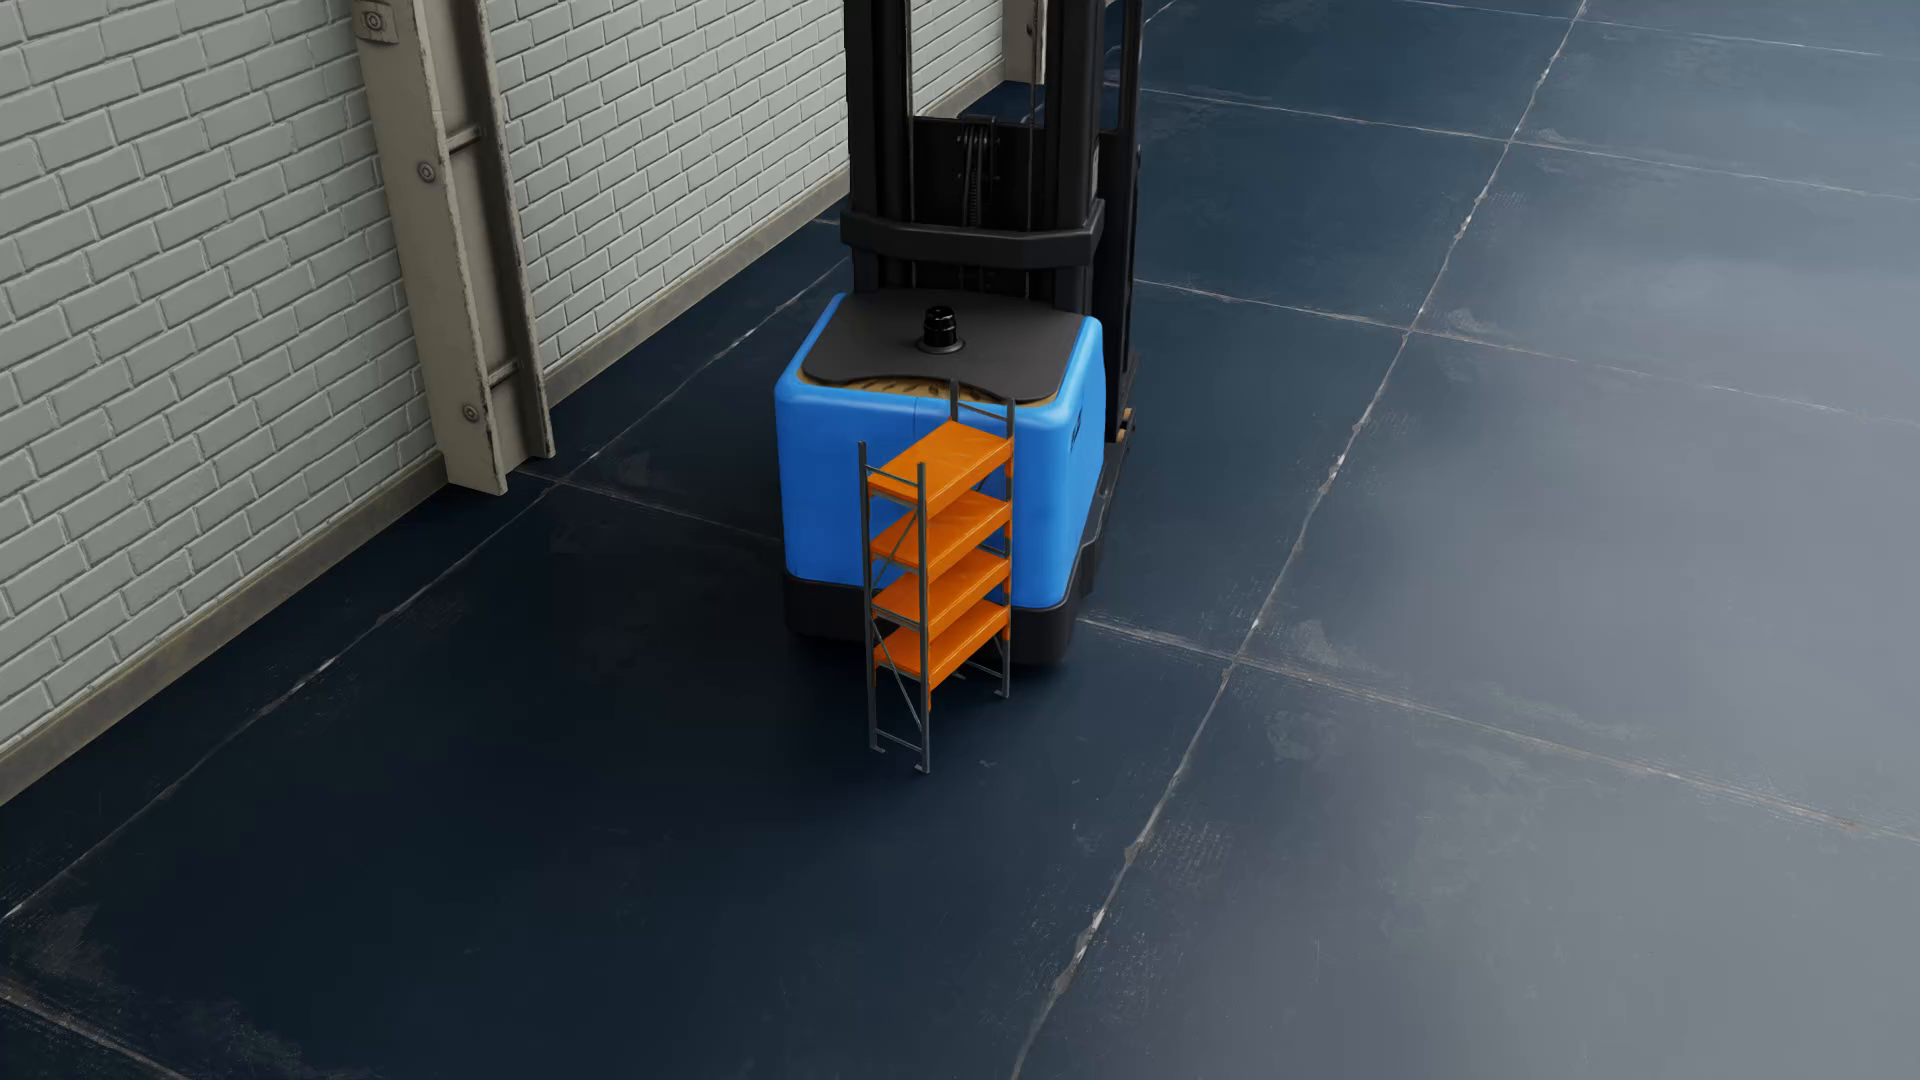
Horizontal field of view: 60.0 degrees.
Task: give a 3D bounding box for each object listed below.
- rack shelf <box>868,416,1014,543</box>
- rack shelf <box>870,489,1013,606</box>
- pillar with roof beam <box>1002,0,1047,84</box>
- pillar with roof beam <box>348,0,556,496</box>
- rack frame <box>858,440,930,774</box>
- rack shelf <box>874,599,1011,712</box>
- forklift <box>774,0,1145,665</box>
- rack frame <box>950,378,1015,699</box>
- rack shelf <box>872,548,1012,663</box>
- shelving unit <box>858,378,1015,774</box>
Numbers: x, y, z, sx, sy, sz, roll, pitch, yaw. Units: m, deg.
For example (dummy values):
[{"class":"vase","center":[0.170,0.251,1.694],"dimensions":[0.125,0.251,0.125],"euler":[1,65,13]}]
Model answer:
[{"class":"rack shelf","center":[-0.067,-0.198,5.241],"dimensions":[0.258,0.148,0.480],"euler":[21,38,28]},{"class":"rack shelf","center":[-0.067,0.000,5.371],"dimensions":[0.258,0.148,0.480],"euler":[21,38,28]},{"class":"pillar with roof beam","center":[4.419,-6.084,7.822],"dimensions":[9.100,9.000,0.400],"euler":[14,36,20]},{"class":"pillar with roof beam","center":[1.909,-3.096,3.264],"dimensions":[9.100,9.000,0.400],"euler":[14,36,20]},{"class":"rack frame","center":[-0.205,0.241,5.289],"dimensions":[0.240,1.200,0.015],"euler":[21,38,28]},{"class":"rack shelf","center":[-0.067,0.353,5.603],"dimensions":[0.258,0.148,0.480],"euler":[21,38,28]},{"class":"forklift","center":[0.171,-1.579,6.485],"dimensions":[1.130,2.935,3.031],"euler":[7,34,10]},{"class":"rack frame","center":[0.071,0.020,5.625],"dimensions":[0.240,1.200,0.015],"euler":[21,38,28]},{"class":"rack shelf","center":[-0.067,0.187,5.494],"dimensions":[0.258,0.148,0.480],"euler":[21,38,28]},{"class":"shelving unit","center":[-0.067,0.130,5.457],"dimensions":[0.258,1.200,0.503],"euler":[21,38,28]}]
